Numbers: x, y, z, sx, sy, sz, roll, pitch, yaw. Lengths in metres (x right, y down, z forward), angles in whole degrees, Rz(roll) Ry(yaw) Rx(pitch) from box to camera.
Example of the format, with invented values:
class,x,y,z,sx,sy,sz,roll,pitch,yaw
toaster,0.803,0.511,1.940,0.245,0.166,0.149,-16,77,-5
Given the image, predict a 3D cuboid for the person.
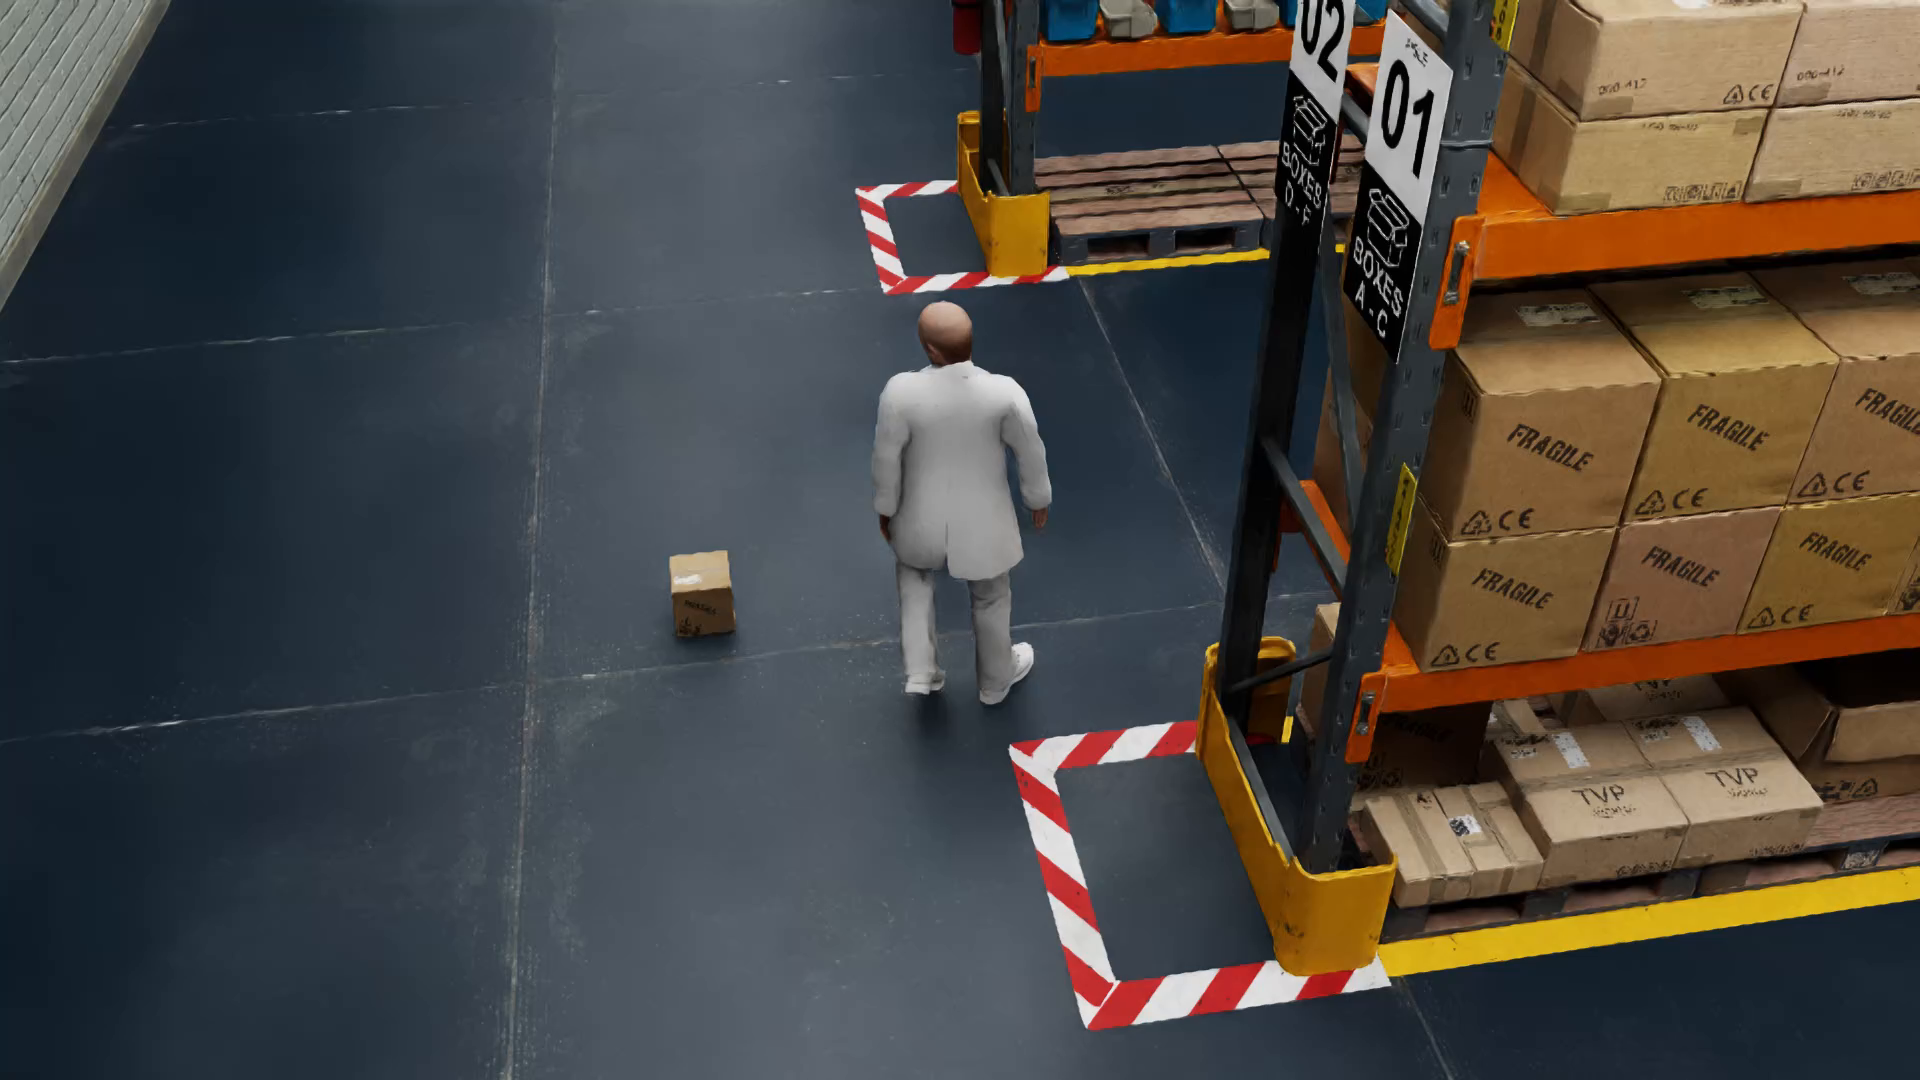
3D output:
class,x,y,z,sx,sy,sz,roll,pitch,yaw
person,0.002,-0.088,6.246,0.669,1.779,0.533,5,38,6
